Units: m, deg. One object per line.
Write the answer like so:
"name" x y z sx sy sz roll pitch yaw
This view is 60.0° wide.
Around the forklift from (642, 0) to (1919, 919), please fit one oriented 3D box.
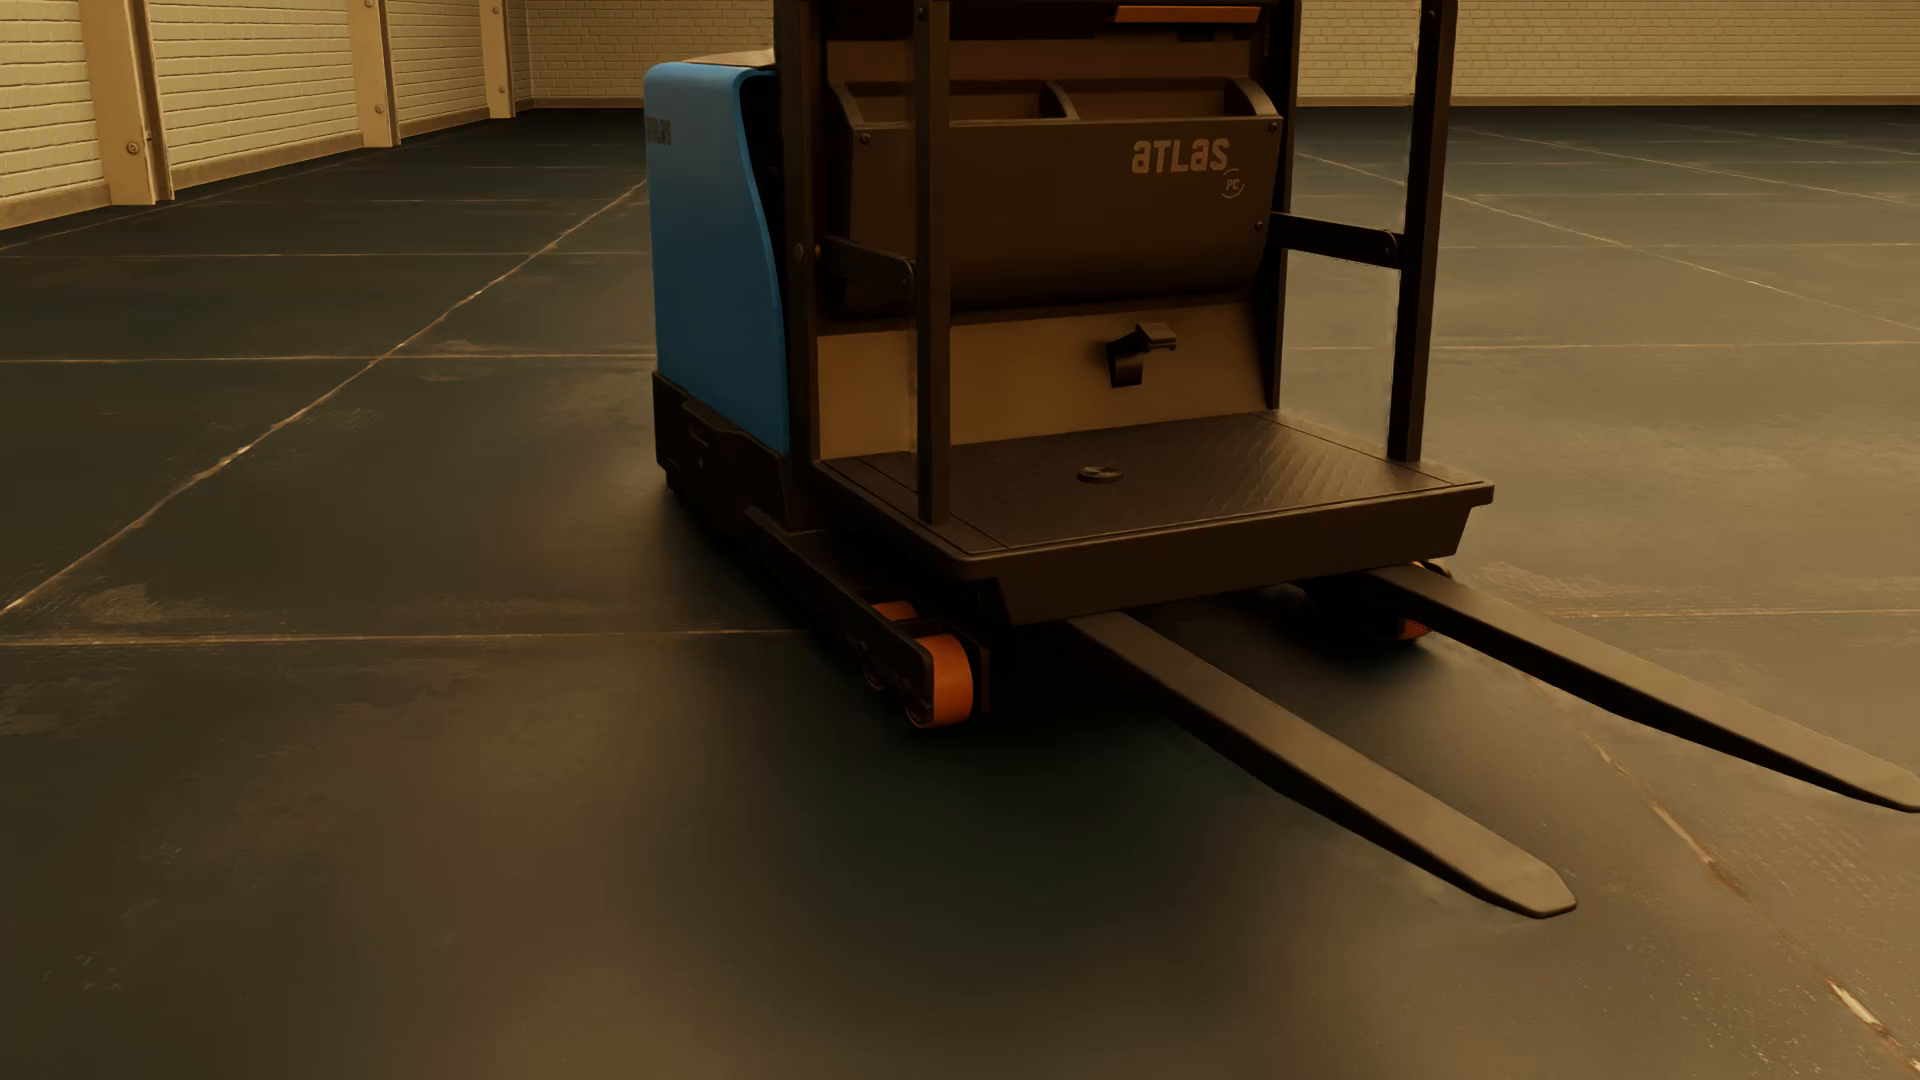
"forklift" 0.290 -1.221 2.898 1.130 2.935 3.031 -8 19 -24
